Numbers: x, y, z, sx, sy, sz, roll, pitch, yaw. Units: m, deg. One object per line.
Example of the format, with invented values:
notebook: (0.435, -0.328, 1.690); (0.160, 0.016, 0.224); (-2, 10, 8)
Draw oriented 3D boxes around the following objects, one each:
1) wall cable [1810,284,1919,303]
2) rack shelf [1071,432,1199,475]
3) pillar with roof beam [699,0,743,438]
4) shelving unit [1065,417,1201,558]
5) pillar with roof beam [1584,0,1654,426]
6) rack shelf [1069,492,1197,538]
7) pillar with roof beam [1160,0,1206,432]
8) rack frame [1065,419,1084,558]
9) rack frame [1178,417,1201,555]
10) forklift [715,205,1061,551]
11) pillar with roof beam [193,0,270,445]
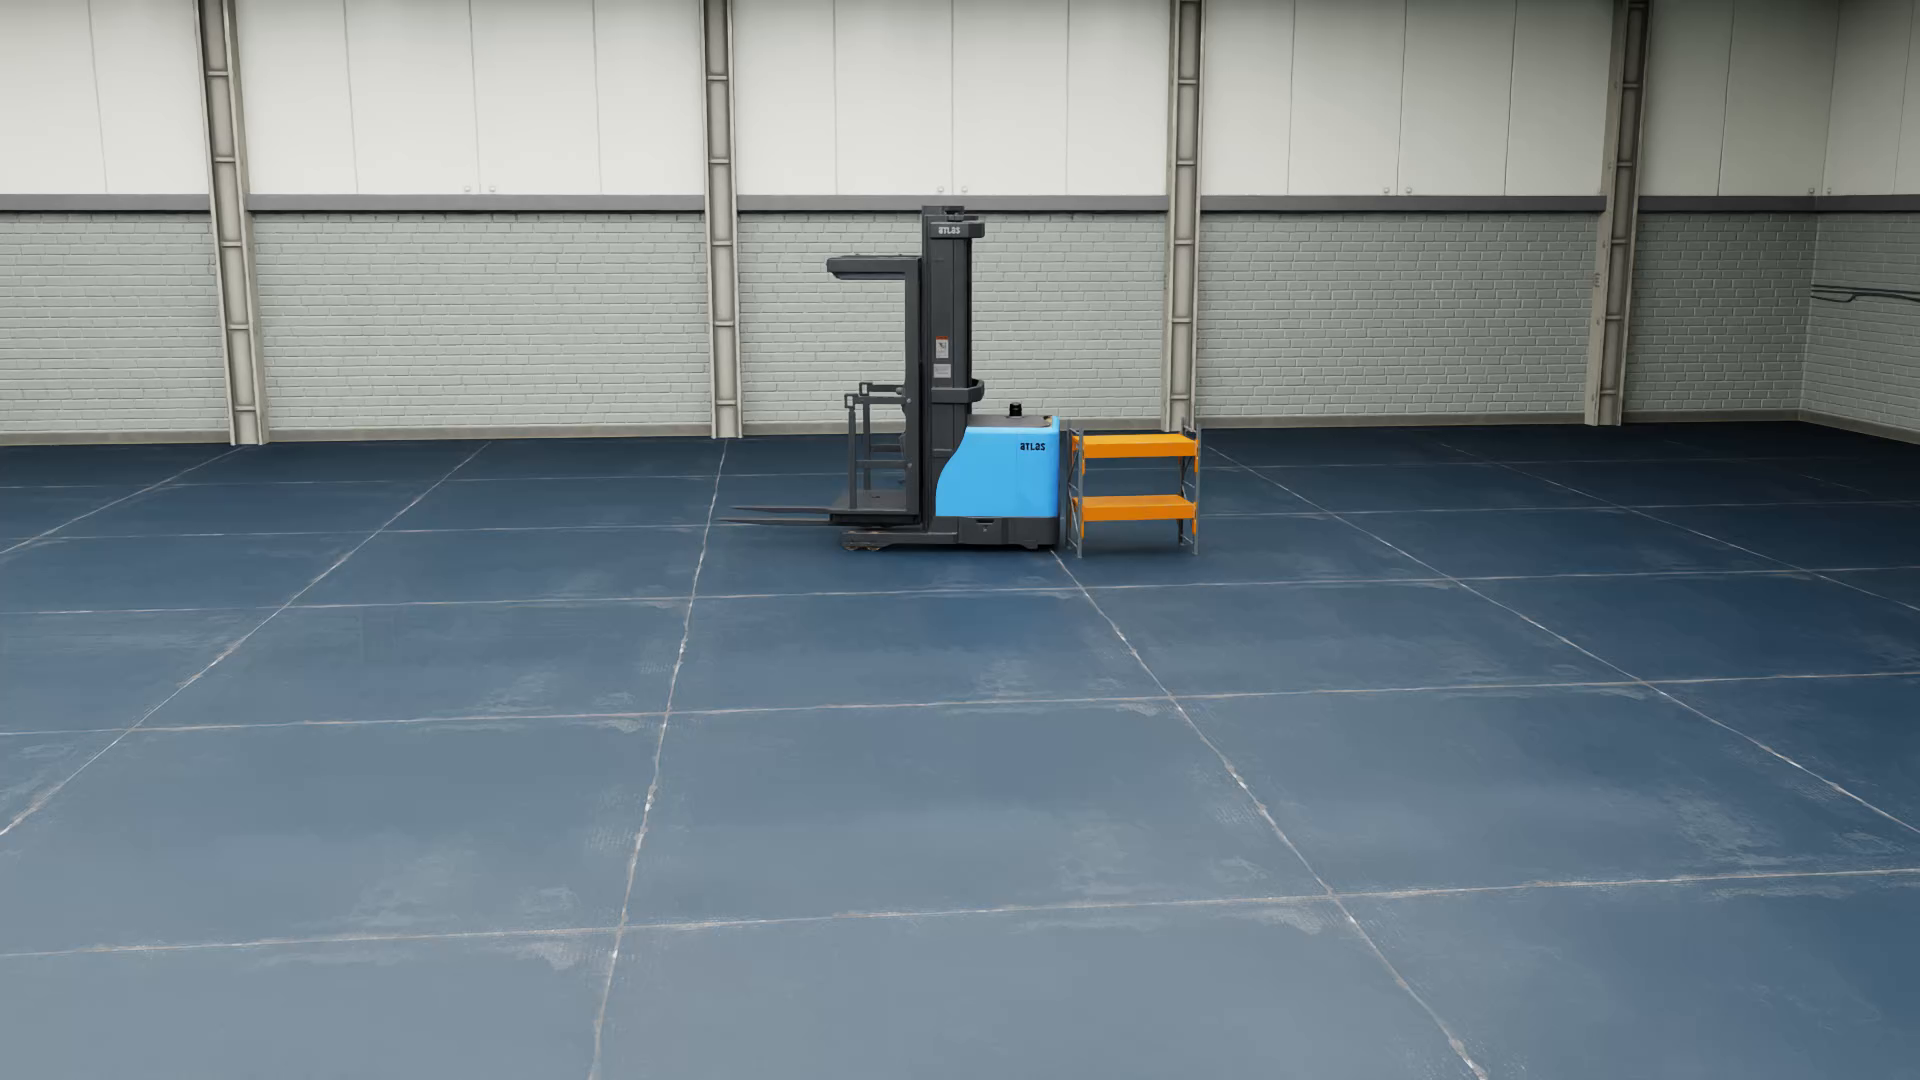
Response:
wall cable: (11.960, -4.301, 21.470); (0.112, 2.526, 3.097); (-1, 11, -6)
rack shelf: (1.480, -0.746, 14.232); (1.000, 0.278, 0.538); (-2, 11, -9)
pillar with roof beam: (-2.577, -4.942, 16.677); (0.400, 9.000, 9.100); (-1, 11, -6)
shelving unit: (1.480, -0.459, 14.288); (1.048, 1.125, 0.538); (-2, 11, -9)
pillar with roof beam: (9.353, -5.192, 17.949); (0.400, 9.000, 9.100); (-1, 11, -6)
rack shelf: (1.480, -0.219, 14.335); (1.000, 0.278, 0.538); (-2, 11, -9)
pillar with roof beam: (3.388, -5.067, 17.313); (0.400, 9.000, 9.100); (-1, 11, -6)
rack frame: (0.977, -0.444, 14.211); (0.032, 1.125, 0.500); (-2, 11, -9)
rack frame: (1.982, -0.474, 14.365); (0.032, 1.125, 0.500); (-2, 11, -9)
forklift: (-0.626, -1.446, 14.628); (3.031, 2.935, 1.130); (1, 11, 4)
pillar with roof beam: (-8.542, -4.817, 16.041); (0.400, 9.000, 9.100); (-1, 11, -6)
